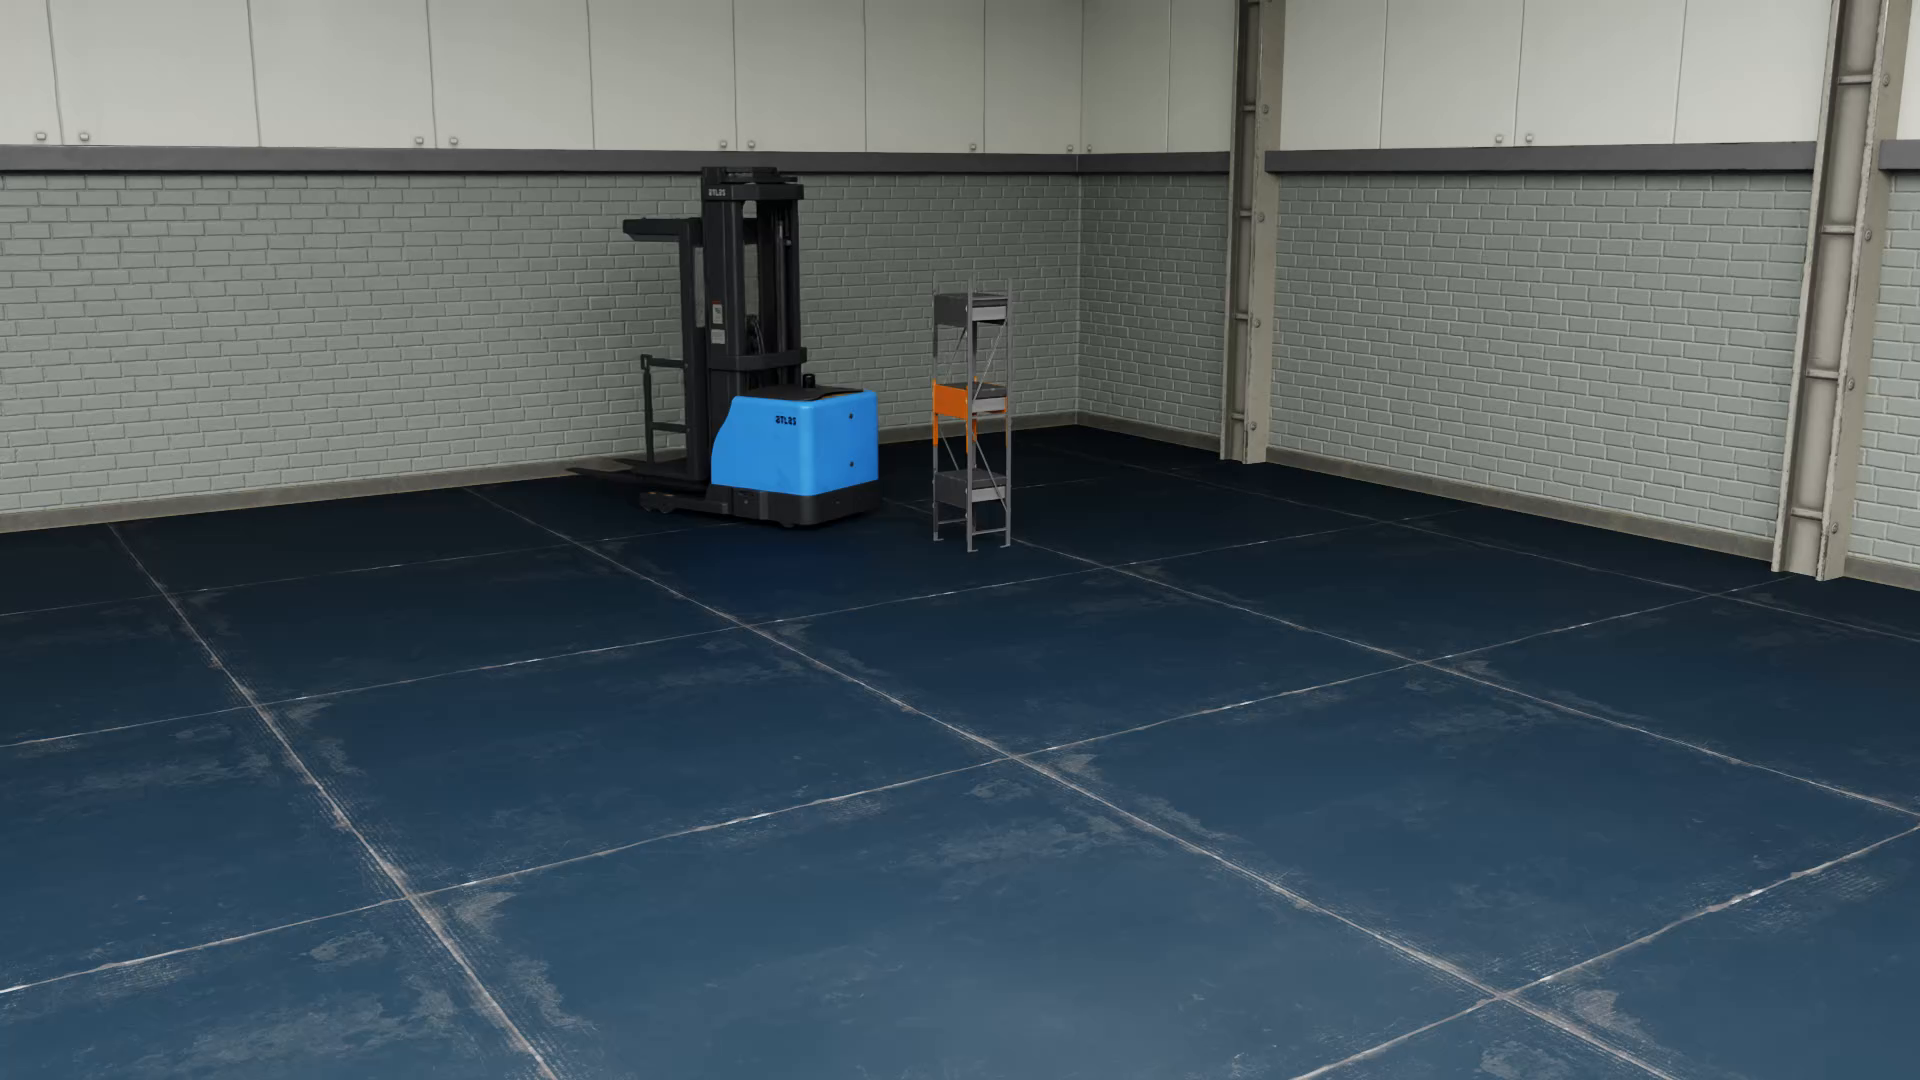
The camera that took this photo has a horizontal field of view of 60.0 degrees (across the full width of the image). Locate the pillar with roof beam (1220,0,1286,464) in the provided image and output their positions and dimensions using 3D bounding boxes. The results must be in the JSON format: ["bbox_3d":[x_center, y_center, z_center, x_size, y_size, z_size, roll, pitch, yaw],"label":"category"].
[{"bbox_3d":[-0.663,-4.710,13.838,9.100,9.000,0.400,-8,15,-33],"label":"pillar with roof beam"}]

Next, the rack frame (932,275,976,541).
[{"bbox_3d":[-0.043,-1.040,13.201,0.400,2.100,0.015,-8,15,-33],"label":"rack frame"}]

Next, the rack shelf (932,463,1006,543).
[{"bbox_3d":[0.092,-0.299,13.155,0.431,0.518,0.480,-8,15,-33],"label":"rack shelf"}]

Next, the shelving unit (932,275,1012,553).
[{"bbox_3d":[0.092,-0.996,13.003,0.431,2.100,0.503,-8,15,-33],"label":"shelving unit"}]

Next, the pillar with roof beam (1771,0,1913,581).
[{"bbox_3d":[2.662,-3.643,8.958,9.100,9.000,0.400,-8,15,-33],"label":"pillar with roof beam"}]

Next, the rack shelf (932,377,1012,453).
[{"bbox_3d":[0.092,-0.983,13.006,0.431,0.518,0.480,-8,15,-33],"label":"rack shelf"}]

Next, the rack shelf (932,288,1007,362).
[{"bbox_3d":[0.092,-1.667,12.856,0.431,0.518,0.480,-8,15,-33],"label":"rack shelf"}]

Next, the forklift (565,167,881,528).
[{"bbox_3d":[-2.196,-1.748,14.493,3.031,2.935,1.130,8,15,33],"label":"forklift"}]

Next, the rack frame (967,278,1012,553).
[{"bbox_3d":[0.227,-0.953,12.804,0.400,2.100,0.015,-8,15,-33],"label":"rack frame"}]
